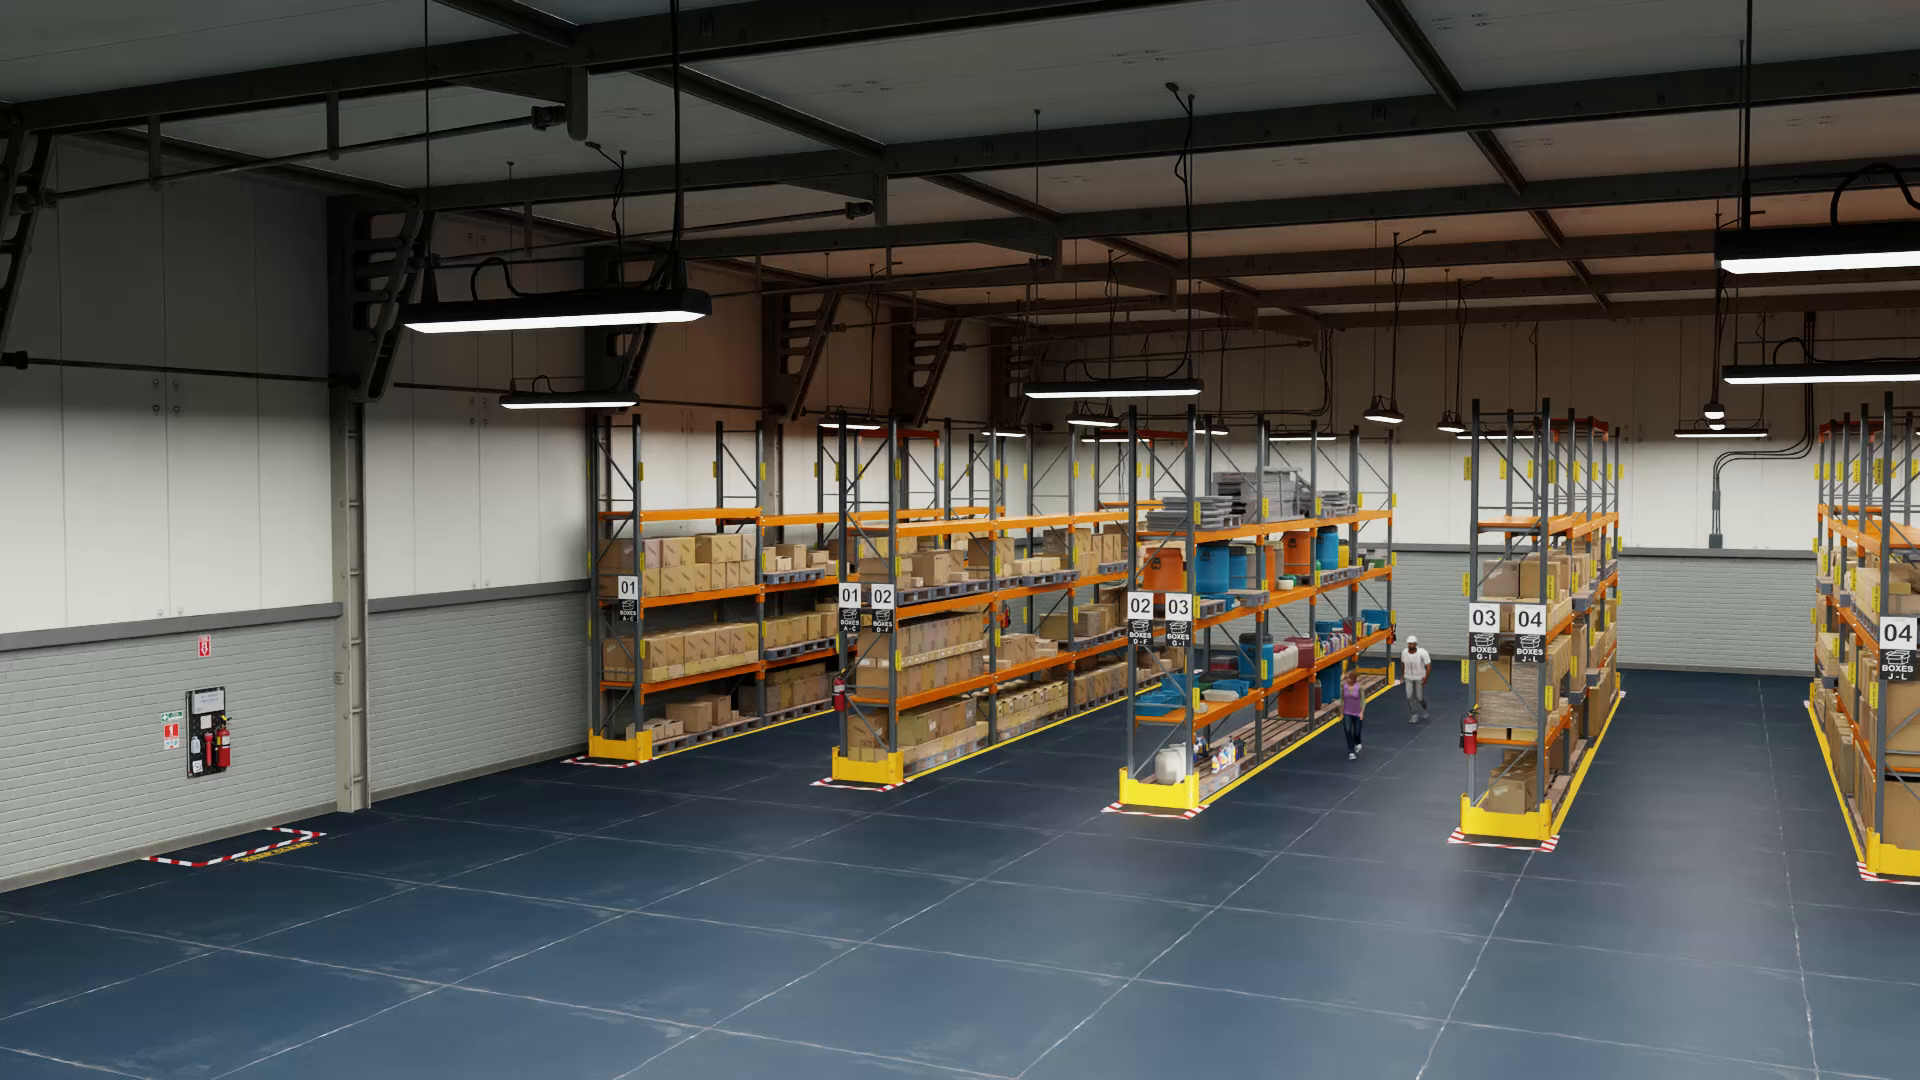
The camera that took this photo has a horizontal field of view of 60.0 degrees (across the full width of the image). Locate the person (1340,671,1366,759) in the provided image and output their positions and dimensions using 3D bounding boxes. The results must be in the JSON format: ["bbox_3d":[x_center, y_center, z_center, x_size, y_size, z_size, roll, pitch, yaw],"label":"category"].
[{"bbox_3d":[6.874,3.040,29.104,0.461,1.518,0.747,1,3,23],"label":"person"}]

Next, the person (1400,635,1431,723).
[{"bbox_3d":[9.140,2.767,33.292,0.636,1.740,0.678,2,3,37],"label":"person"}]
